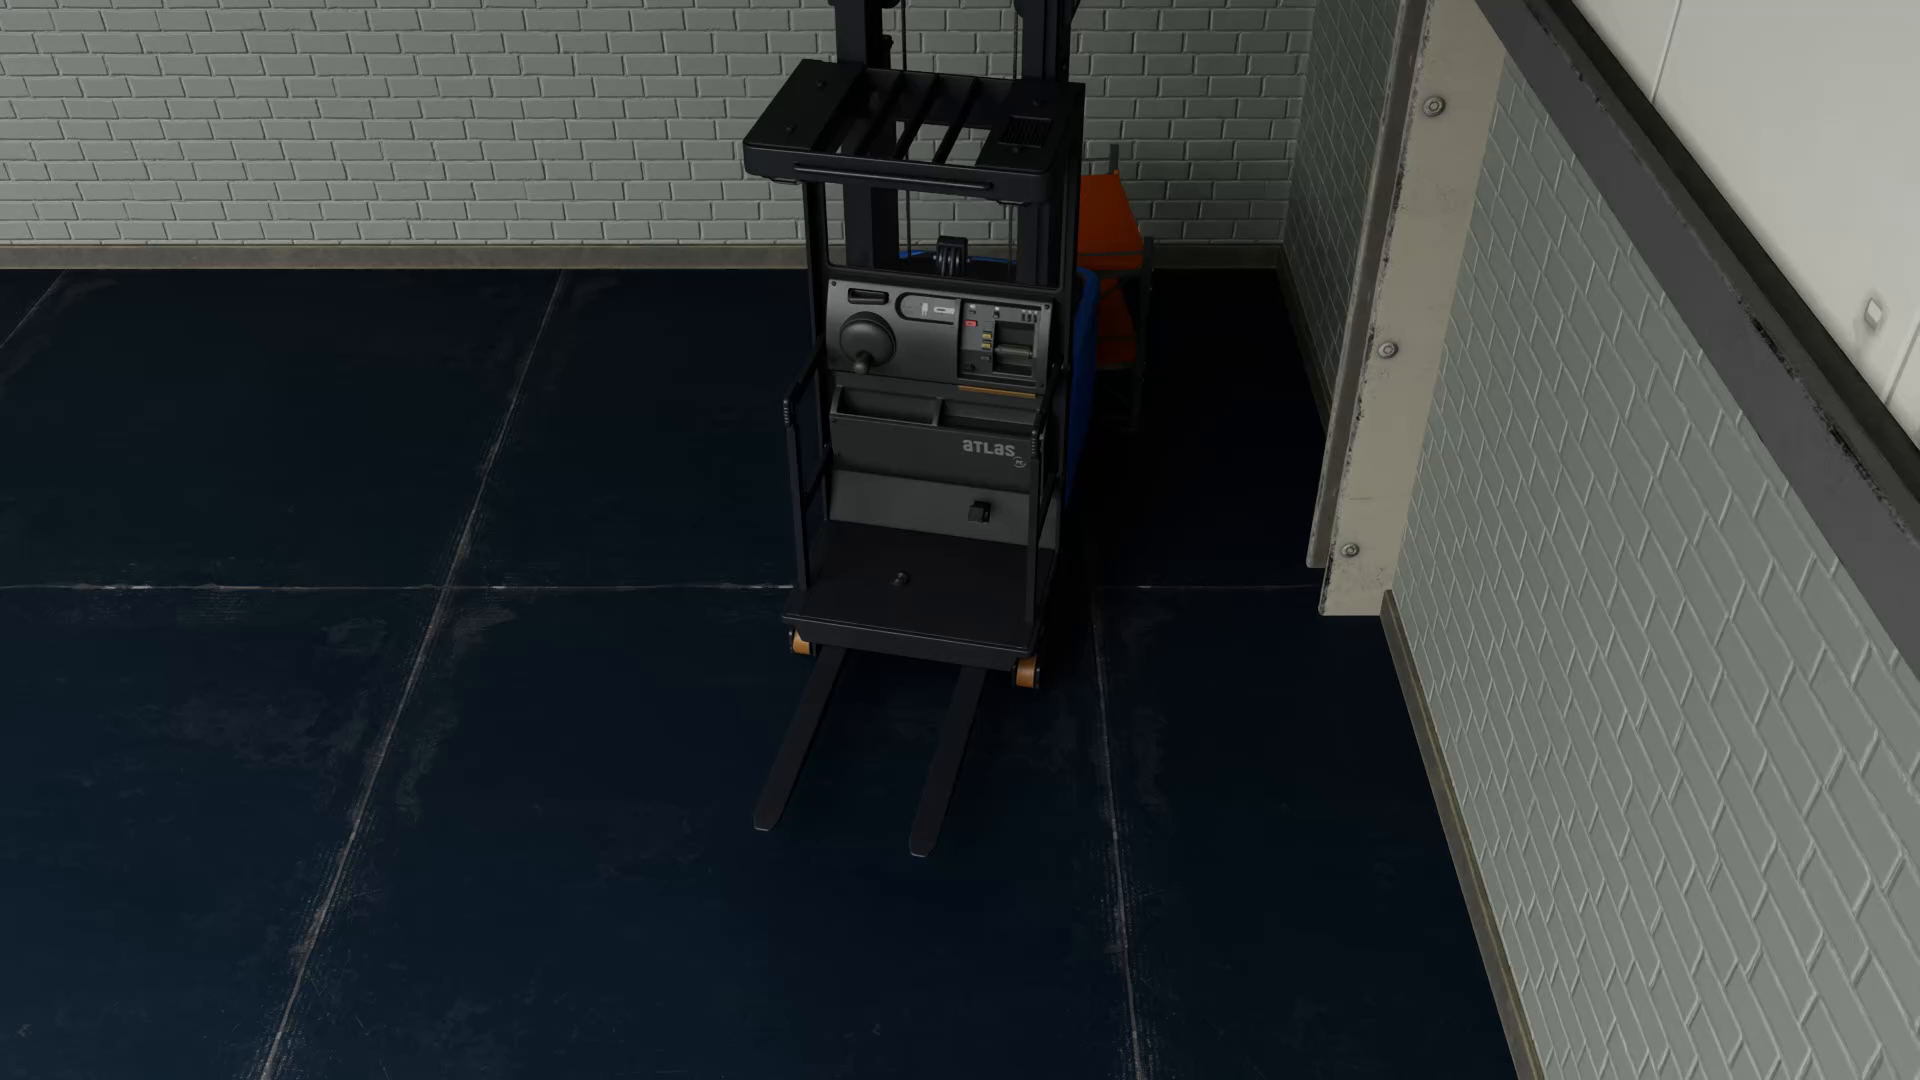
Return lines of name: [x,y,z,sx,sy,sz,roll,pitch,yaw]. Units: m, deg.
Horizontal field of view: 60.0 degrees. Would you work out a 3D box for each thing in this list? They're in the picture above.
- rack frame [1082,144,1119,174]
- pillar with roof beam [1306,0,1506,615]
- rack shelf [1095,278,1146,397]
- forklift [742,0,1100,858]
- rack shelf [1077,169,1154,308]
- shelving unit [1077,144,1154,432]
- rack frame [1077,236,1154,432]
rack frame: [0.591,-1.638,9.140,0.500,1.125,0.032,-3,39,-4]
pillar with roof beam: [-2.513,-3.291,4.906,9.100,9.000,0.400,0,39,0]
rack shelf: [0.637,-1.131,8.898,0.538,0.278,1.000,-3,39,-4]
forklift: [-0.132,-0.762,6.602,1.130,2.935,3.031,8,39,9]
rack shelf: [0.637,-1.550,8.562,0.538,0.278,1.000,-3,39,-4]
shelving unit: [0.637,-1.322,8.745,0.538,1.125,1.048,-3,39,-4]
rack frame: [0.683,-1.005,8.350,0.500,1.125,0.032,-3,39,-4]
